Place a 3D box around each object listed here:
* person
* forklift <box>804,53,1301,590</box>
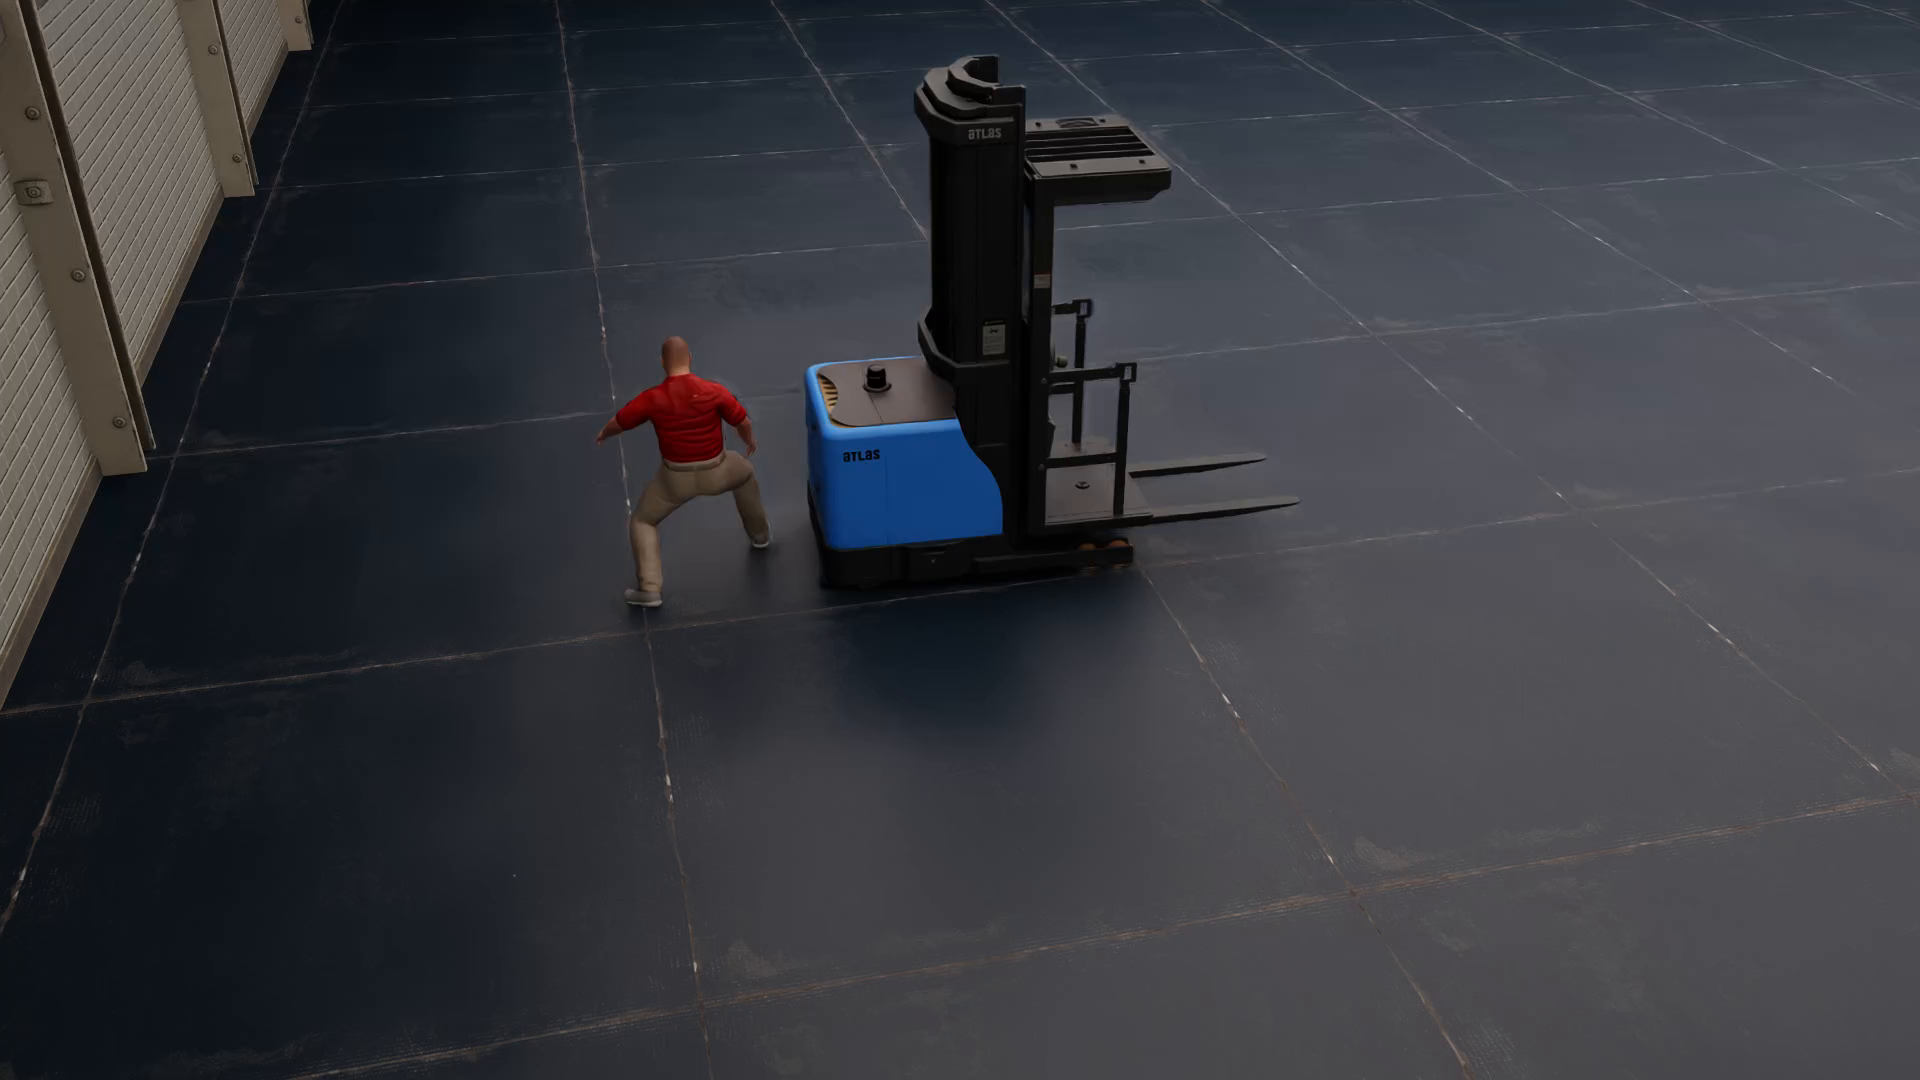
[{"bbox_3d":[-1.631,-0.475,9.800,1.004,1.595,0.867,-5,31,-9],"label":"person"},{"bbox_3d":[0.598,-1.332,9.875,3.031,2.935,1.130,-6,31,-10],"label":"forklift"}]
